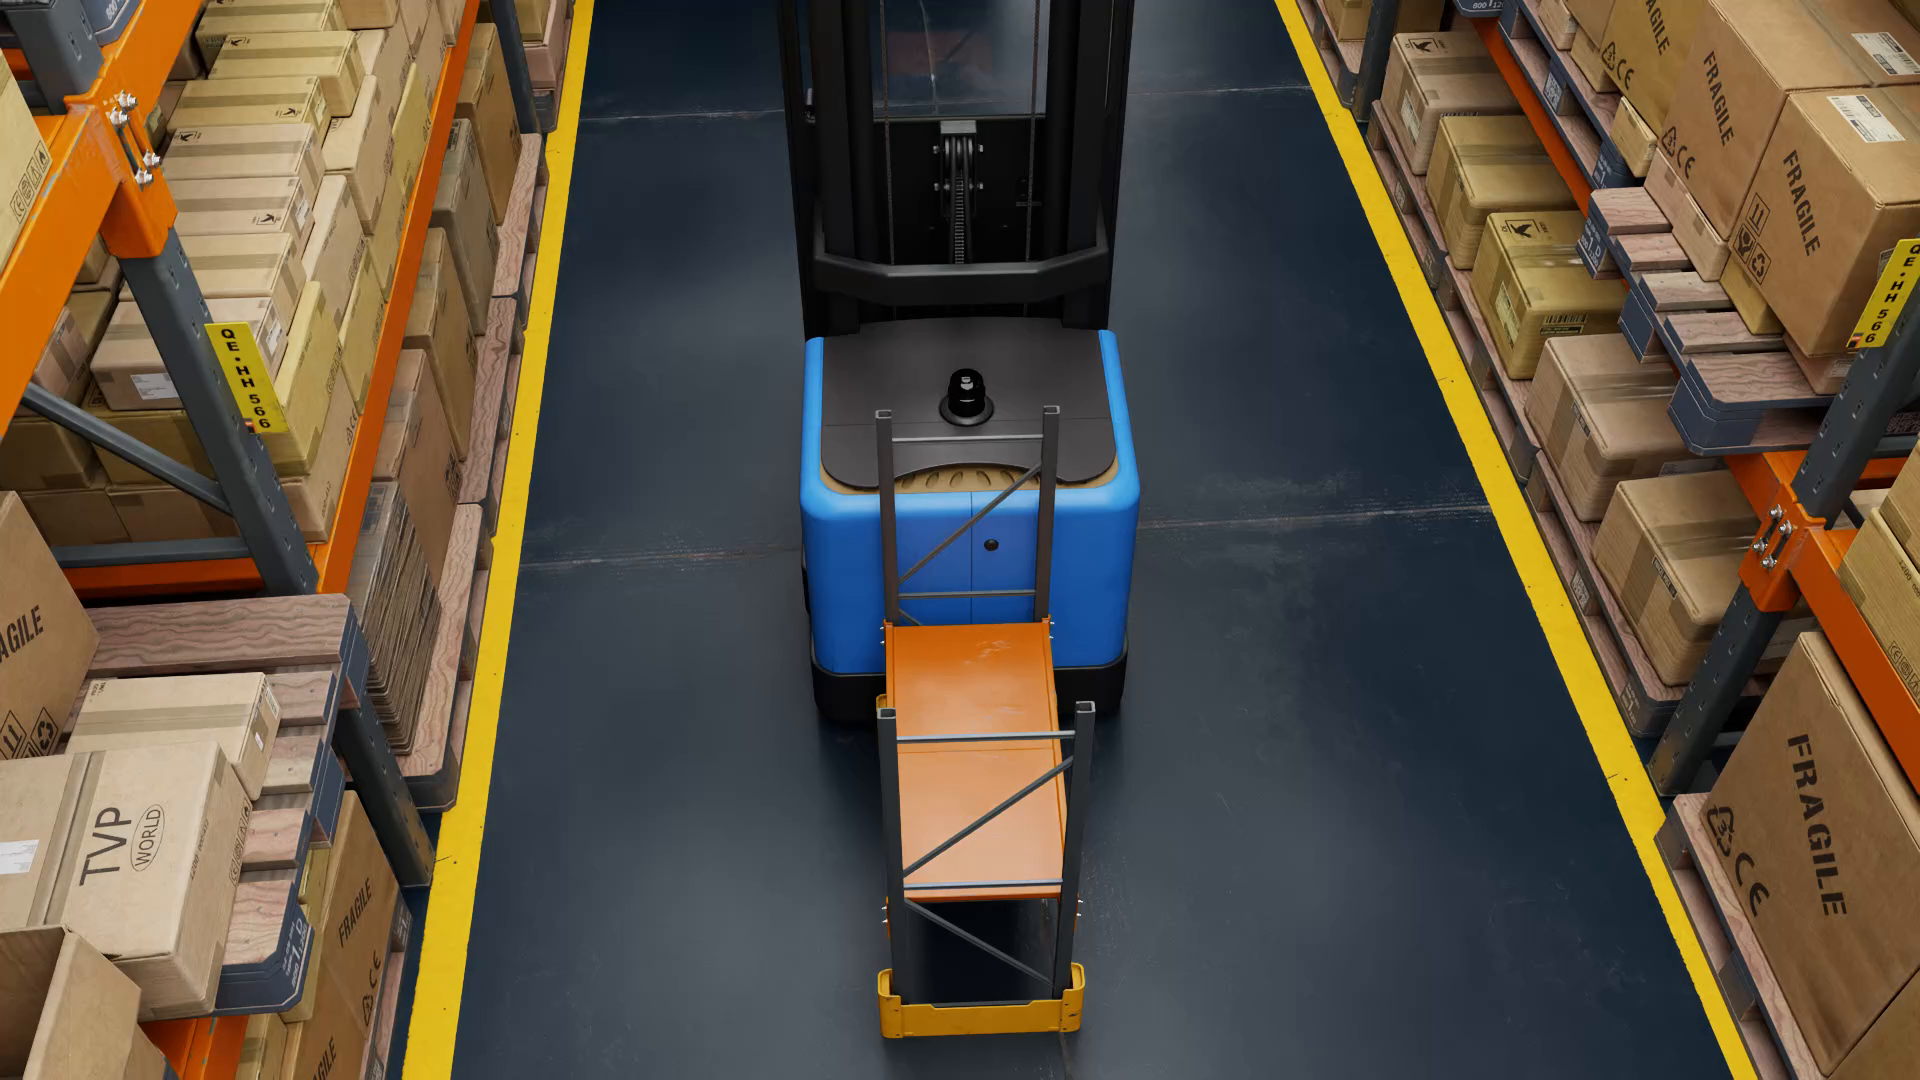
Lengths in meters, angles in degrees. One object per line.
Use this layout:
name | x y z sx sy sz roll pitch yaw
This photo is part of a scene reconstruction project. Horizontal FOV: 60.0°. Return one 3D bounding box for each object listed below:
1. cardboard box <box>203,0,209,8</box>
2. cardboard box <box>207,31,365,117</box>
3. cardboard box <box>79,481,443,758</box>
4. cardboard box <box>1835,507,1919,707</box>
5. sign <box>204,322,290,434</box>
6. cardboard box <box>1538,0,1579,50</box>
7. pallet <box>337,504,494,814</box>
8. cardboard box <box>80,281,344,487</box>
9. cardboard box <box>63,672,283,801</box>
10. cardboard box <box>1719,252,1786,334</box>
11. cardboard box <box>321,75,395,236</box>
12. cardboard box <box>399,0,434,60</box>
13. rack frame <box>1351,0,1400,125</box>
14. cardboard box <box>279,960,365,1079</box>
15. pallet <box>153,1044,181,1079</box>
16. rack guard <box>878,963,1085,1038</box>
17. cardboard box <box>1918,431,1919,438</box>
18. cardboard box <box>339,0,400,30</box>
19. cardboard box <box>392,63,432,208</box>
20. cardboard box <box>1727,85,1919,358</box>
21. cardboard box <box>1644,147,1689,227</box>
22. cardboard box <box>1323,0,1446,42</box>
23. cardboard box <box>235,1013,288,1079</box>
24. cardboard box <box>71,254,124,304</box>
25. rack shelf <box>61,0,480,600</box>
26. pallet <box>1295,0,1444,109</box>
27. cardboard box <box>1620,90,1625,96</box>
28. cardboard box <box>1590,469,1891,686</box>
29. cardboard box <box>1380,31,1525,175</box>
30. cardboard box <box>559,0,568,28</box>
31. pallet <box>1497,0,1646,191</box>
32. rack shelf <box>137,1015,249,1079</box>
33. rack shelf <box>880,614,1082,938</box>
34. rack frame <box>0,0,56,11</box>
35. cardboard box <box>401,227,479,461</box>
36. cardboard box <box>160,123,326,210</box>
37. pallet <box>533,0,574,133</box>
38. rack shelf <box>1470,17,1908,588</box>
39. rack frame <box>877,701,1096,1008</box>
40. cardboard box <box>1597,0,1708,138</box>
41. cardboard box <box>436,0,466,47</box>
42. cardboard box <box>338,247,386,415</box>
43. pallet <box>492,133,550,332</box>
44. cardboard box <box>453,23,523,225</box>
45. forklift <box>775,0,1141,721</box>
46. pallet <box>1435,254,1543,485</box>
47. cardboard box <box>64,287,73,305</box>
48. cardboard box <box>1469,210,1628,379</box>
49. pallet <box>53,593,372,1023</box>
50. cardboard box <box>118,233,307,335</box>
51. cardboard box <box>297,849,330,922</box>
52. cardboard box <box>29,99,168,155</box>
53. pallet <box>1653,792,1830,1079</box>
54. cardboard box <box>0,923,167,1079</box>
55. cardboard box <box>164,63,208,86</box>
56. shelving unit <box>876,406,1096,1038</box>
cardboard box | -2.601 -1.733 5.310 0.380 0.149 0.250 -3 47 -3
cardboard box | -2.015 -1.394 4.989 0.380 0.149 0.250 -3 47 -2
cardboard box | -2.202 0.265 5.279 0.875 0.625 0.625 -2 47 -2
cardboard box | 2.573 0.162 4.134 0.500 0.250 0.500 -4 47 -4
sign | -1.623 -0.365 3.787 0.100 0.325 0.005 -3 47 -3
cardboard box | 2.260 -1.847 5.818 0.380 0.149 0.250 -2 47 -2
pallet | -2.193 0.406 5.720 1.003 0.211 1.213 -3 47 -3
cardboard box | -1.932 -0.413 4.334 0.500 0.250 0.500 -4 47 -3
cardboard box | -1.726 0.439 3.652 0.380 0.149 0.250 -3 47 -3
cardboard box | 2.426 -0.730 4.759 0.380 0.149 0.250 -3 47 -3
cardboard box | -2.024 -1.153 5.035 0.500 0.250 0.500 -5 47 -4
cardboard box | -2.115 -1.887 5.731 0.500 0.250 0.500 -3 47 -3
rack frame | 2.448 -3.153 7.170 1.000 3.000 0.127 -3 47 -3
cardboard box | -1.882 1.416 4.275 0.500 0.500 0.500 -4 47 -4
pallet | -1.996 1.518 2.879 1.003 0.211 1.213 -3 47 -3
rack guard | 0.060 1.334 4.814 0.587 0.250 0.087 -2 47 -2
cardboard box | 2.580 -0.266 3.678 0.500 0.500 0.500 -5 47 -5
cardboard box | -2.013 -1.763 5.338 0.380 0.149 0.250 -5 47 -4
cardboard box | -2.086 -1.351 5.567 0.500 0.250 0.500 -2 47 -2
cardboard box | 2.467 -0.852 4.428 0.500 0.500 0.500 -5 47 -4
cardboard box | 2.347 -1.092 5.102 0.380 0.149 0.250 -5 47 -5
cardboard box | 2.130 -2.764 8.406 0.500 0.250 0.500 -2 47 -1
cardboard box | -1.838 1.268 3.969 0.380 0.149 0.250 -5 47 -5
cardboard box | -2.523 -0.753 4.656 0.500 0.250 0.500 -3 47 -3
rack shelf | -2.331 -1.154 5.773 1.077 0.370 4.000 -3 47 -3
pallet | 2.356 -2.678 8.641 1.003 0.211 1.213 -3 47 -3
cardboard box | 2.415 -1.480 5.469 0.380 0.149 0.250 -3 47 -3
cardboard box | 2.745 0.091 5.619 0.950 0.372 0.625 -6 47 -6
cardboard box | 2.494 -2.015 7.613 0.950 0.372 0.625 -3 47 -3
cardboard box | -2.267 -2.784 8.426 0.500 0.250 0.500 -4 47 -4
pallet | 2.576 -1.623 5.853 1.003 0.211 1.213 -3 47 -3
rack shelf | -1.996 1.740 3.032 1.077 0.370 4.000 -3 47 -3
rack shelf | 0.041 0.660 4.839 0.538 0.185 1.000 -2 47 -2
rack frame | -2.163 -2.018 1.963 1.000 3.000 0.127 -3 47 -3
cardboard box | -2.321 -0.694 6.188 0.875 0.625 0.625 -5 47 -5
cardboard box | -2.002 -1.026 4.641 0.380 0.149 0.250 -3 47 -3
pallet | -2.523 -2.468 8.442 1.003 0.211 1.213 -3 47 -3
rack shelf | 2.615 -1.459 6.061 1.077 0.370 4.000 -3 47 -3
rack frame | 0.060 0.906 4.359 0.500 1.500 0.032 -2 47 -2
cardboard box | 2.370 -1.591 5.128 0.500 0.500 0.500 -6 47 -6
cardboard box | -2.148 -2.085 6.262 0.500 0.250 0.500 -4 47 -4
cardboard box | -1.994 -0.603 4.859 0.500 0.250 0.500 -4 47 -4
pallet | -2.398 -1.359 7.392 1.003 0.211 1.213 -3 47 -3
cardboard box | -2.443 -1.800 7.235 0.875 0.625 0.625 -2 47 -2
forklift | -0.025 -1.461 5.615 1.130 2.935 3.031 -2 47 -2
pallet | 2.620 -0.746 6.811 1.003 0.211 1.213 -3 47 -3
cardboard box | -2.526 -0.618 4.254 0.380 0.149 0.250 -2 47 -2
cardboard box | 2.618 -0.992 6.644 0.950 0.372 0.625 -2 47 -2
pallet | -2.037 0.597 3.750 1.213 0.211 1.003 -3 47 -3
cardboard box | -1.920 -0.654 4.288 0.380 0.149 0.250 -3 47 -2
cardboard box | -1.870 0.879 4.337 0.380 0.149 0.250 -6 47 -5
cardboard box | -2.521 -1.176 4.782 0.380 0.149 0.250 -4 47 -4
pallet | 2.773 1.275 4.897 1.003 0.211 1.213 -3 47 -3
cardboard box | -1.843 1.035 2.843 0.797 0.503 0.637 -4 47 -4
cardboard box | -2.596 -1.480 5.345 0.500 0.250 0.500 -4 47 -4
shelving unit | 0.041 0.543 4.702 0.587 1.500 1.083 -2 47 -2
